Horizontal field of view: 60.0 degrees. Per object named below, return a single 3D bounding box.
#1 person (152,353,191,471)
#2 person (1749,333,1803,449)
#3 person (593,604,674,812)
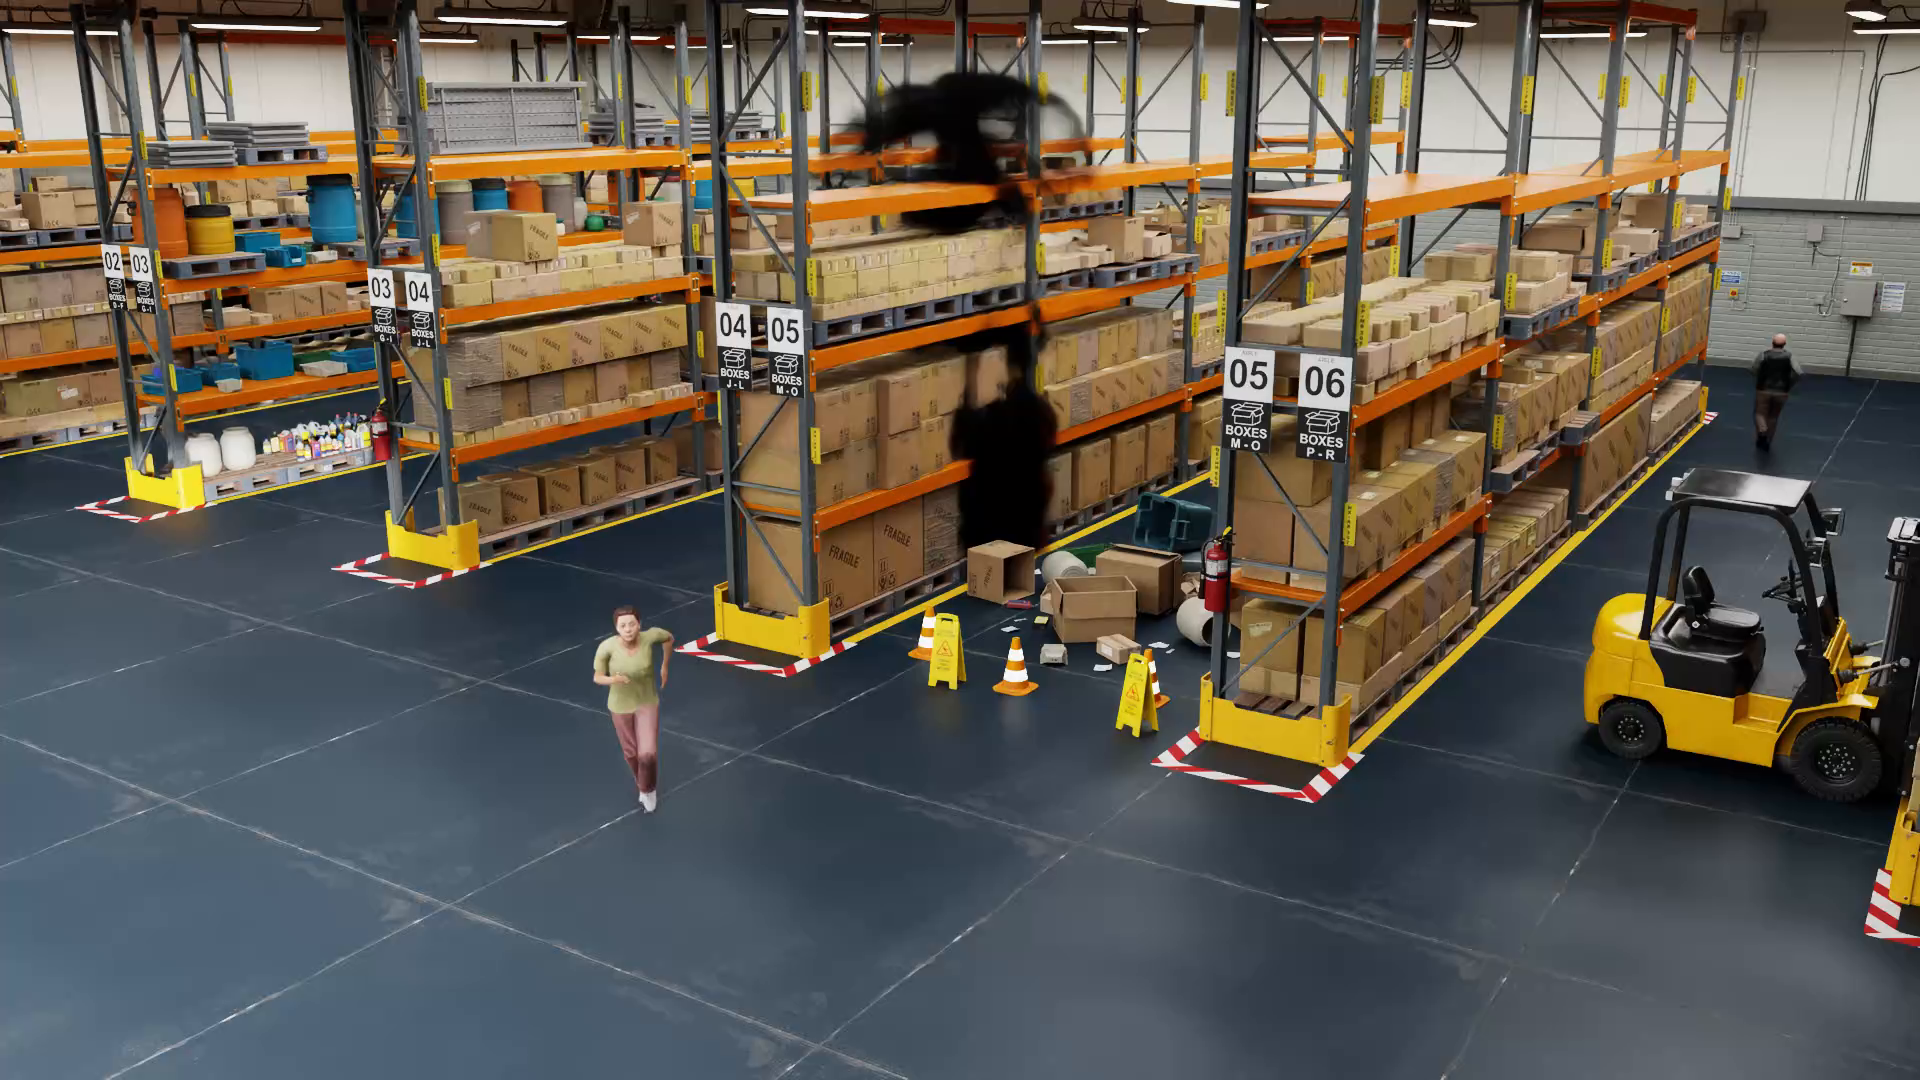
[{"bbox_3d":[-10.762,-1.766,22.744,0.578,1.541,0.782,2,16,8],"label":"person"},{"bbox_3d":[11.514,-2.087,23.560,0.670,1.695,0.860,5,16,18],"label":"person"},{"bbox_3d":[-2.305,1.192,11.840,0.553,1.605,0.783,-2,16,-7],"label":"person"}]
